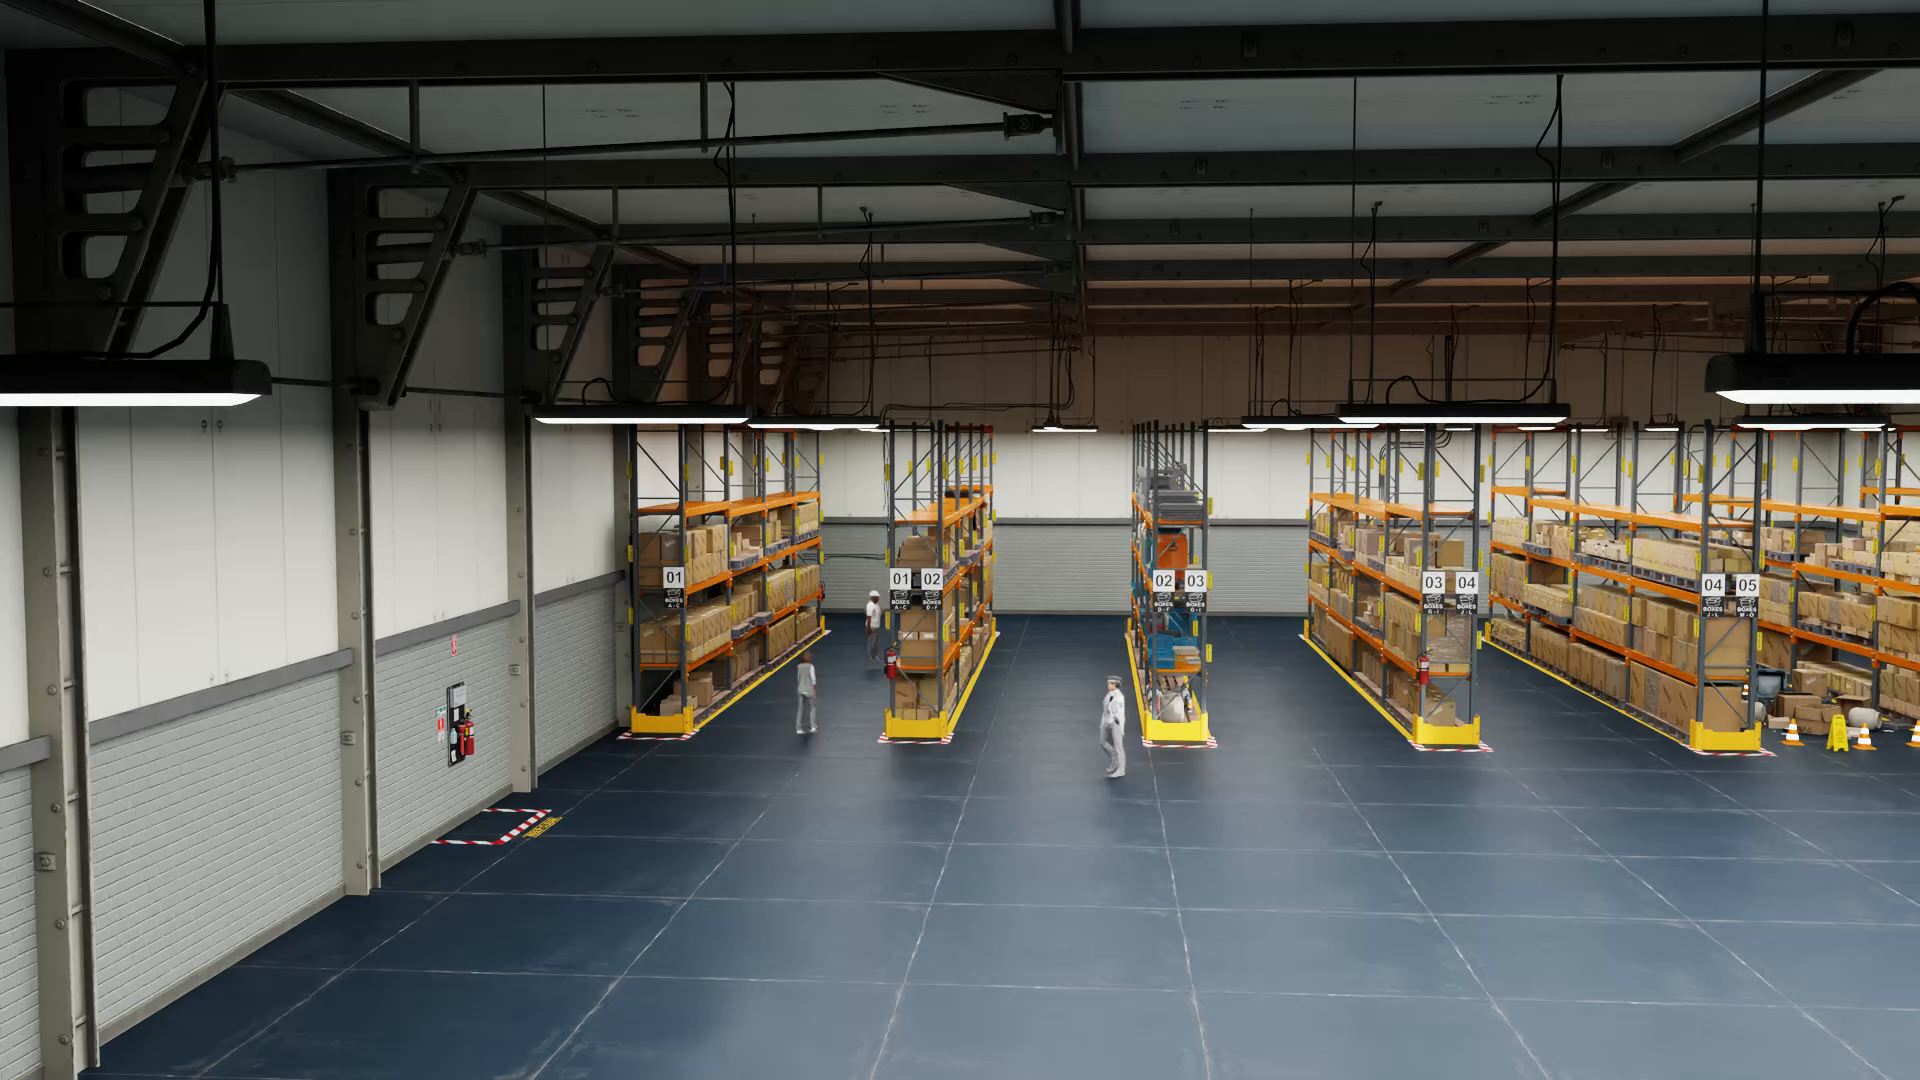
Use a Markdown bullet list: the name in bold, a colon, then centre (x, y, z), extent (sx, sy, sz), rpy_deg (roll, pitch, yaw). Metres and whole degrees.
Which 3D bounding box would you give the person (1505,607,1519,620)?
- **person**: centre (16.160, 1.914, 48.761), extent (0.508, 1.411, 0.447), rpy_deg (-3, 4, -37)

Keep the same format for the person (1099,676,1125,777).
- **person**: centre (2.575, 3.110, 27.926), extent (0.383, 1.686, 0.541), rpy_deg (-1, 4, -21)

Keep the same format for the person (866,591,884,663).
- **person**: centre (-2.109, 2.129, 40.721), extent (0.378, 1.771, 0.652), rpy_deg (1, 4, 14)

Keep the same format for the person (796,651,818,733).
- **person**: centre (-2.914, 2.953, 31.871), extent (0.483, 1.636, 0.726), rpy_deg (2, 4, 23)
